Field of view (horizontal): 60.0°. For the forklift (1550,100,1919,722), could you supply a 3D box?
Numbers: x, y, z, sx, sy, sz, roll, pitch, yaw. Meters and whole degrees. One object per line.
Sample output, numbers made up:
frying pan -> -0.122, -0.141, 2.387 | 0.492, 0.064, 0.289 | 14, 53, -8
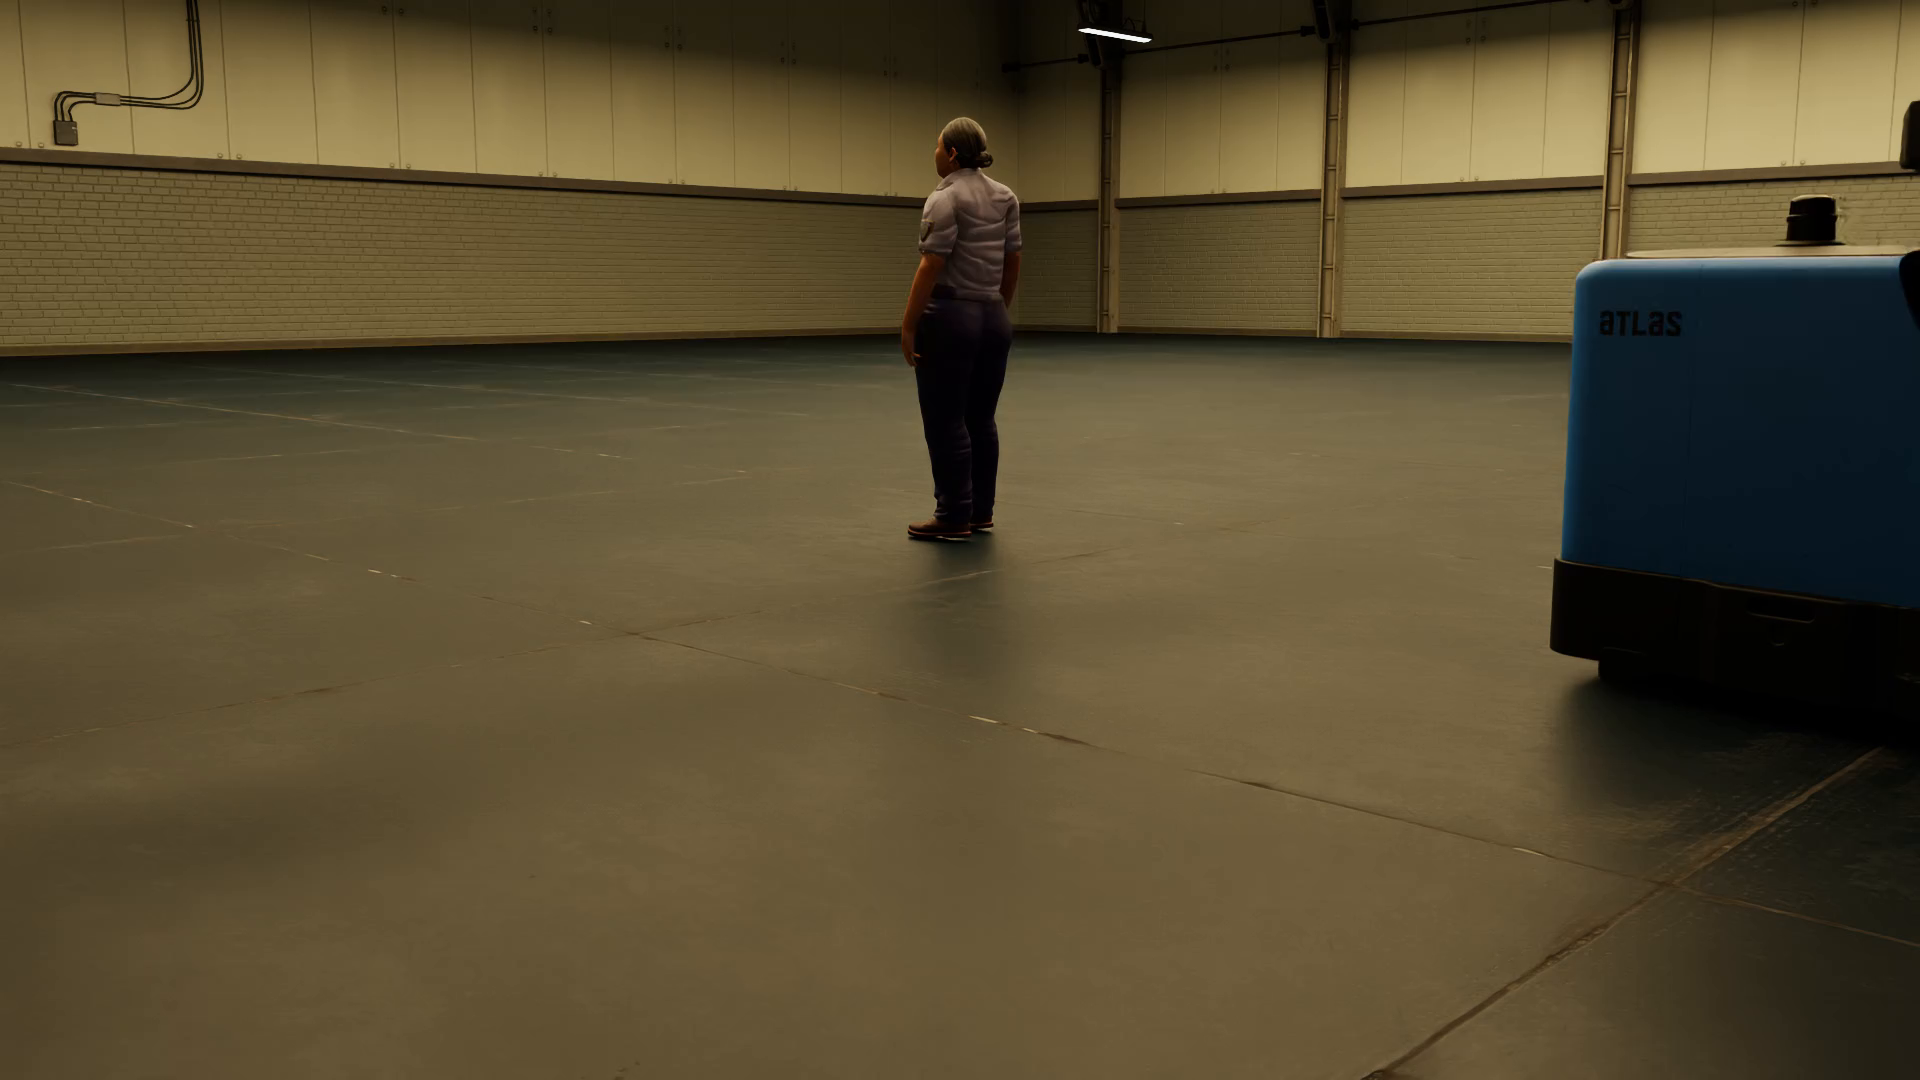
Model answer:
forklift -> 2.873, -0.971, 3.319 | 1.130, 2.935, 3.031 | -7, 11, -40

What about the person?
person -> -0.048, -0.829, 6.672 | 0.503, 1.640, 0.598 | 8, 12, 43
